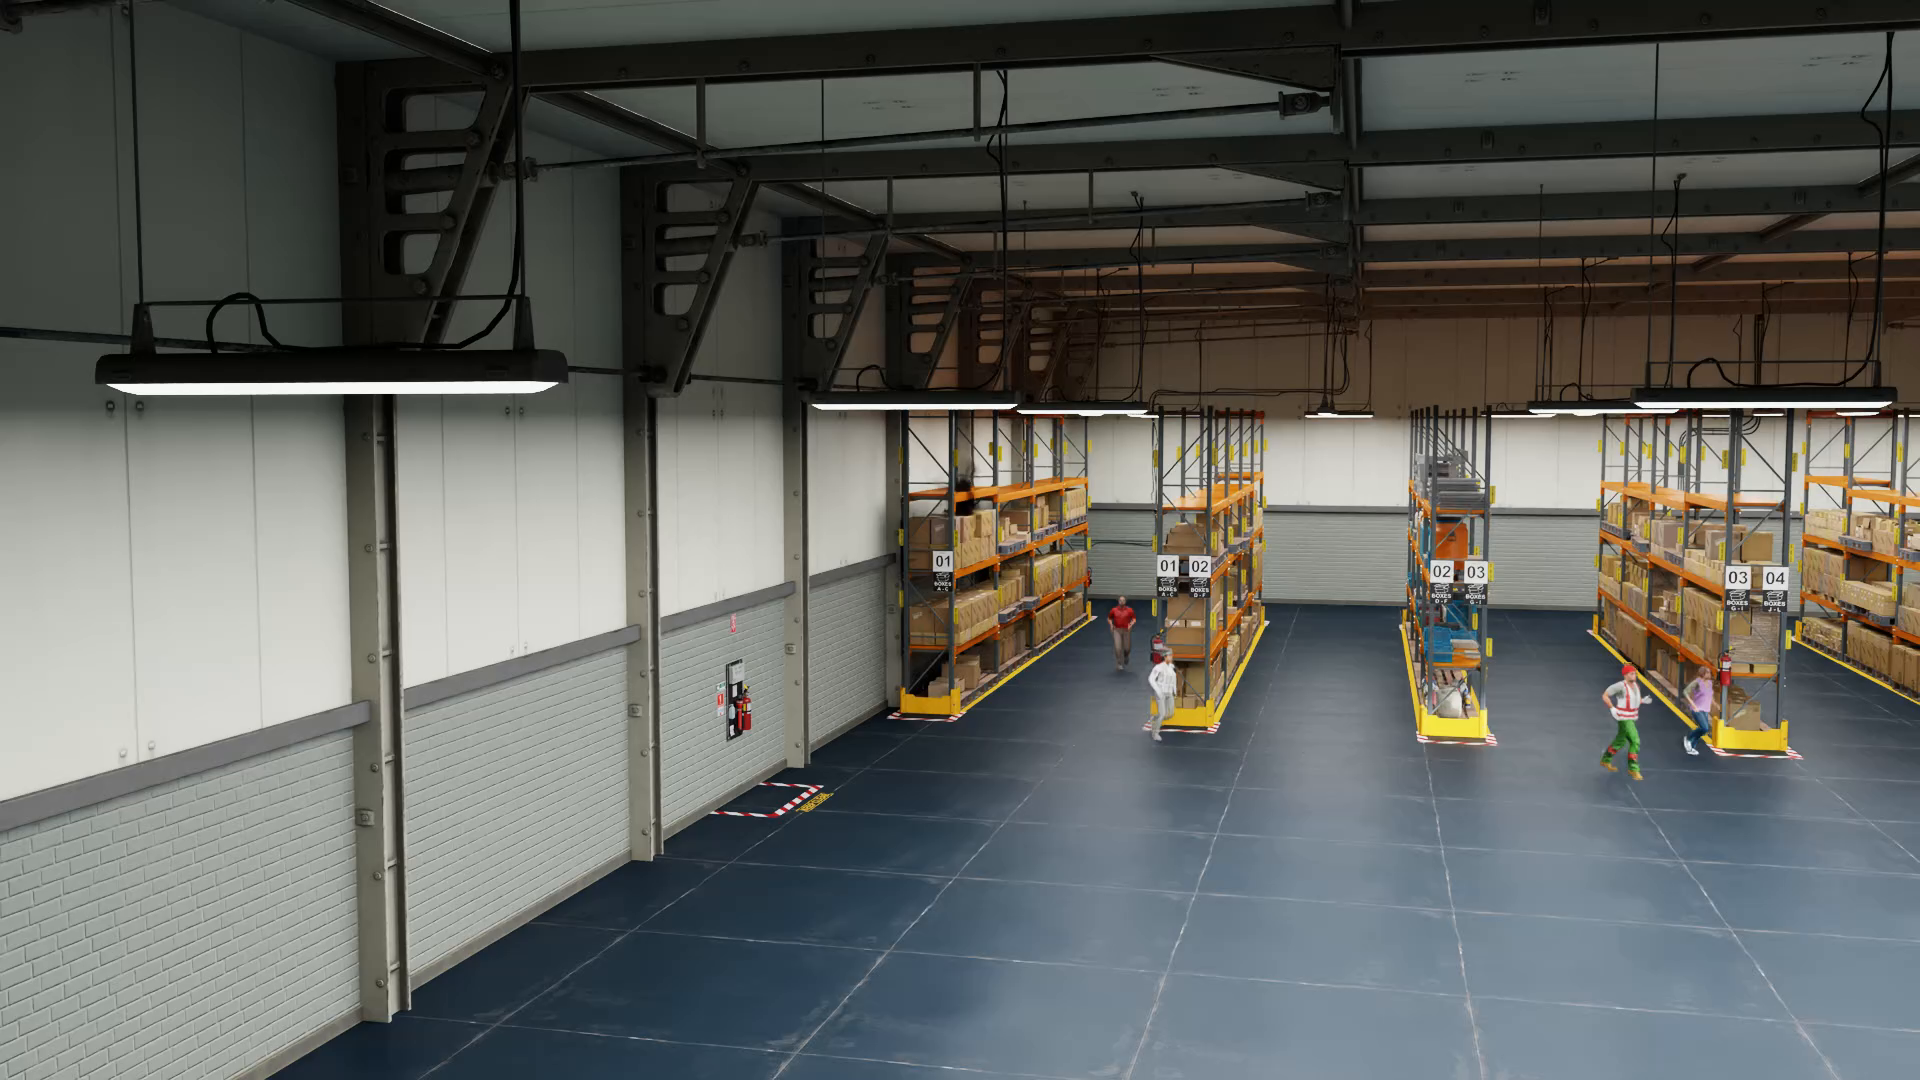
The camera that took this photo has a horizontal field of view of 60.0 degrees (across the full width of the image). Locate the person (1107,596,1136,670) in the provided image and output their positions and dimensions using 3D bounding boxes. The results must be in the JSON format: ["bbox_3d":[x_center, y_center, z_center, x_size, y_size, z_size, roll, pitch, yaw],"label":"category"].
[{"bbox_3d":[3.724,2.132,38.359,0.664,1.675,0.645,0,4,5],"label":"person"}]

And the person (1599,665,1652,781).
[{"bbox_3d":[10.713,2.916,26.768,0.620,1.848,0.804,-4,5,-41],"label":"person"}]

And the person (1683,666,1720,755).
[{"bbox_3d":[12.667,2.916,28.413,0.535,1.535,0.559,-2,4,-23],"label":"person"}]

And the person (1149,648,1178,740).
[{"bbox_3d":[3.676,2.772,30.045,0.664,1.651,0.515,-3,5,-34],"label":"person"}]
